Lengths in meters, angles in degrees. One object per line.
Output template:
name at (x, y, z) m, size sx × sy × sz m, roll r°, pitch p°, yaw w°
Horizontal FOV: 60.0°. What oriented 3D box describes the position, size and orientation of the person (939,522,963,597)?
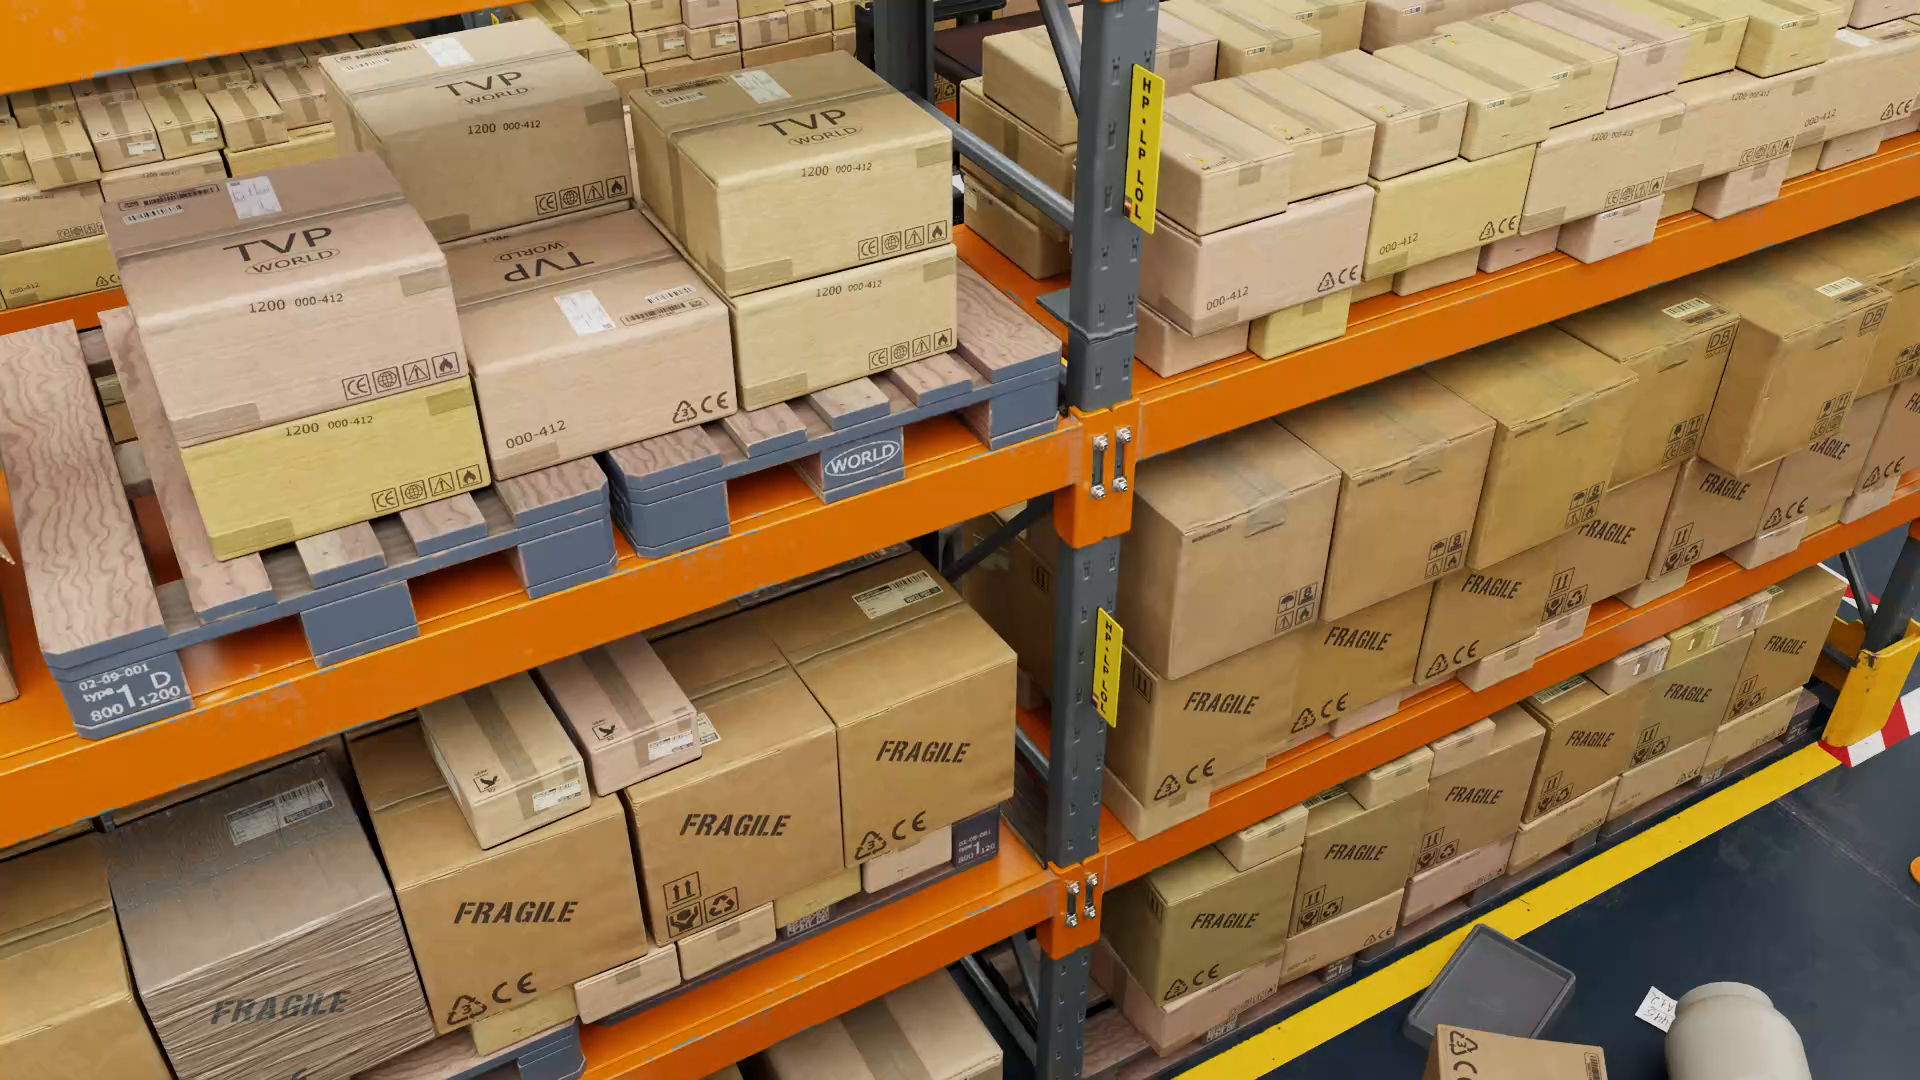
person at (-0.075, -0.032, 6.686) m, size 0.550 × 1.663 × 0.548 m, roll -28°, pitch 45°, yaw -32°
